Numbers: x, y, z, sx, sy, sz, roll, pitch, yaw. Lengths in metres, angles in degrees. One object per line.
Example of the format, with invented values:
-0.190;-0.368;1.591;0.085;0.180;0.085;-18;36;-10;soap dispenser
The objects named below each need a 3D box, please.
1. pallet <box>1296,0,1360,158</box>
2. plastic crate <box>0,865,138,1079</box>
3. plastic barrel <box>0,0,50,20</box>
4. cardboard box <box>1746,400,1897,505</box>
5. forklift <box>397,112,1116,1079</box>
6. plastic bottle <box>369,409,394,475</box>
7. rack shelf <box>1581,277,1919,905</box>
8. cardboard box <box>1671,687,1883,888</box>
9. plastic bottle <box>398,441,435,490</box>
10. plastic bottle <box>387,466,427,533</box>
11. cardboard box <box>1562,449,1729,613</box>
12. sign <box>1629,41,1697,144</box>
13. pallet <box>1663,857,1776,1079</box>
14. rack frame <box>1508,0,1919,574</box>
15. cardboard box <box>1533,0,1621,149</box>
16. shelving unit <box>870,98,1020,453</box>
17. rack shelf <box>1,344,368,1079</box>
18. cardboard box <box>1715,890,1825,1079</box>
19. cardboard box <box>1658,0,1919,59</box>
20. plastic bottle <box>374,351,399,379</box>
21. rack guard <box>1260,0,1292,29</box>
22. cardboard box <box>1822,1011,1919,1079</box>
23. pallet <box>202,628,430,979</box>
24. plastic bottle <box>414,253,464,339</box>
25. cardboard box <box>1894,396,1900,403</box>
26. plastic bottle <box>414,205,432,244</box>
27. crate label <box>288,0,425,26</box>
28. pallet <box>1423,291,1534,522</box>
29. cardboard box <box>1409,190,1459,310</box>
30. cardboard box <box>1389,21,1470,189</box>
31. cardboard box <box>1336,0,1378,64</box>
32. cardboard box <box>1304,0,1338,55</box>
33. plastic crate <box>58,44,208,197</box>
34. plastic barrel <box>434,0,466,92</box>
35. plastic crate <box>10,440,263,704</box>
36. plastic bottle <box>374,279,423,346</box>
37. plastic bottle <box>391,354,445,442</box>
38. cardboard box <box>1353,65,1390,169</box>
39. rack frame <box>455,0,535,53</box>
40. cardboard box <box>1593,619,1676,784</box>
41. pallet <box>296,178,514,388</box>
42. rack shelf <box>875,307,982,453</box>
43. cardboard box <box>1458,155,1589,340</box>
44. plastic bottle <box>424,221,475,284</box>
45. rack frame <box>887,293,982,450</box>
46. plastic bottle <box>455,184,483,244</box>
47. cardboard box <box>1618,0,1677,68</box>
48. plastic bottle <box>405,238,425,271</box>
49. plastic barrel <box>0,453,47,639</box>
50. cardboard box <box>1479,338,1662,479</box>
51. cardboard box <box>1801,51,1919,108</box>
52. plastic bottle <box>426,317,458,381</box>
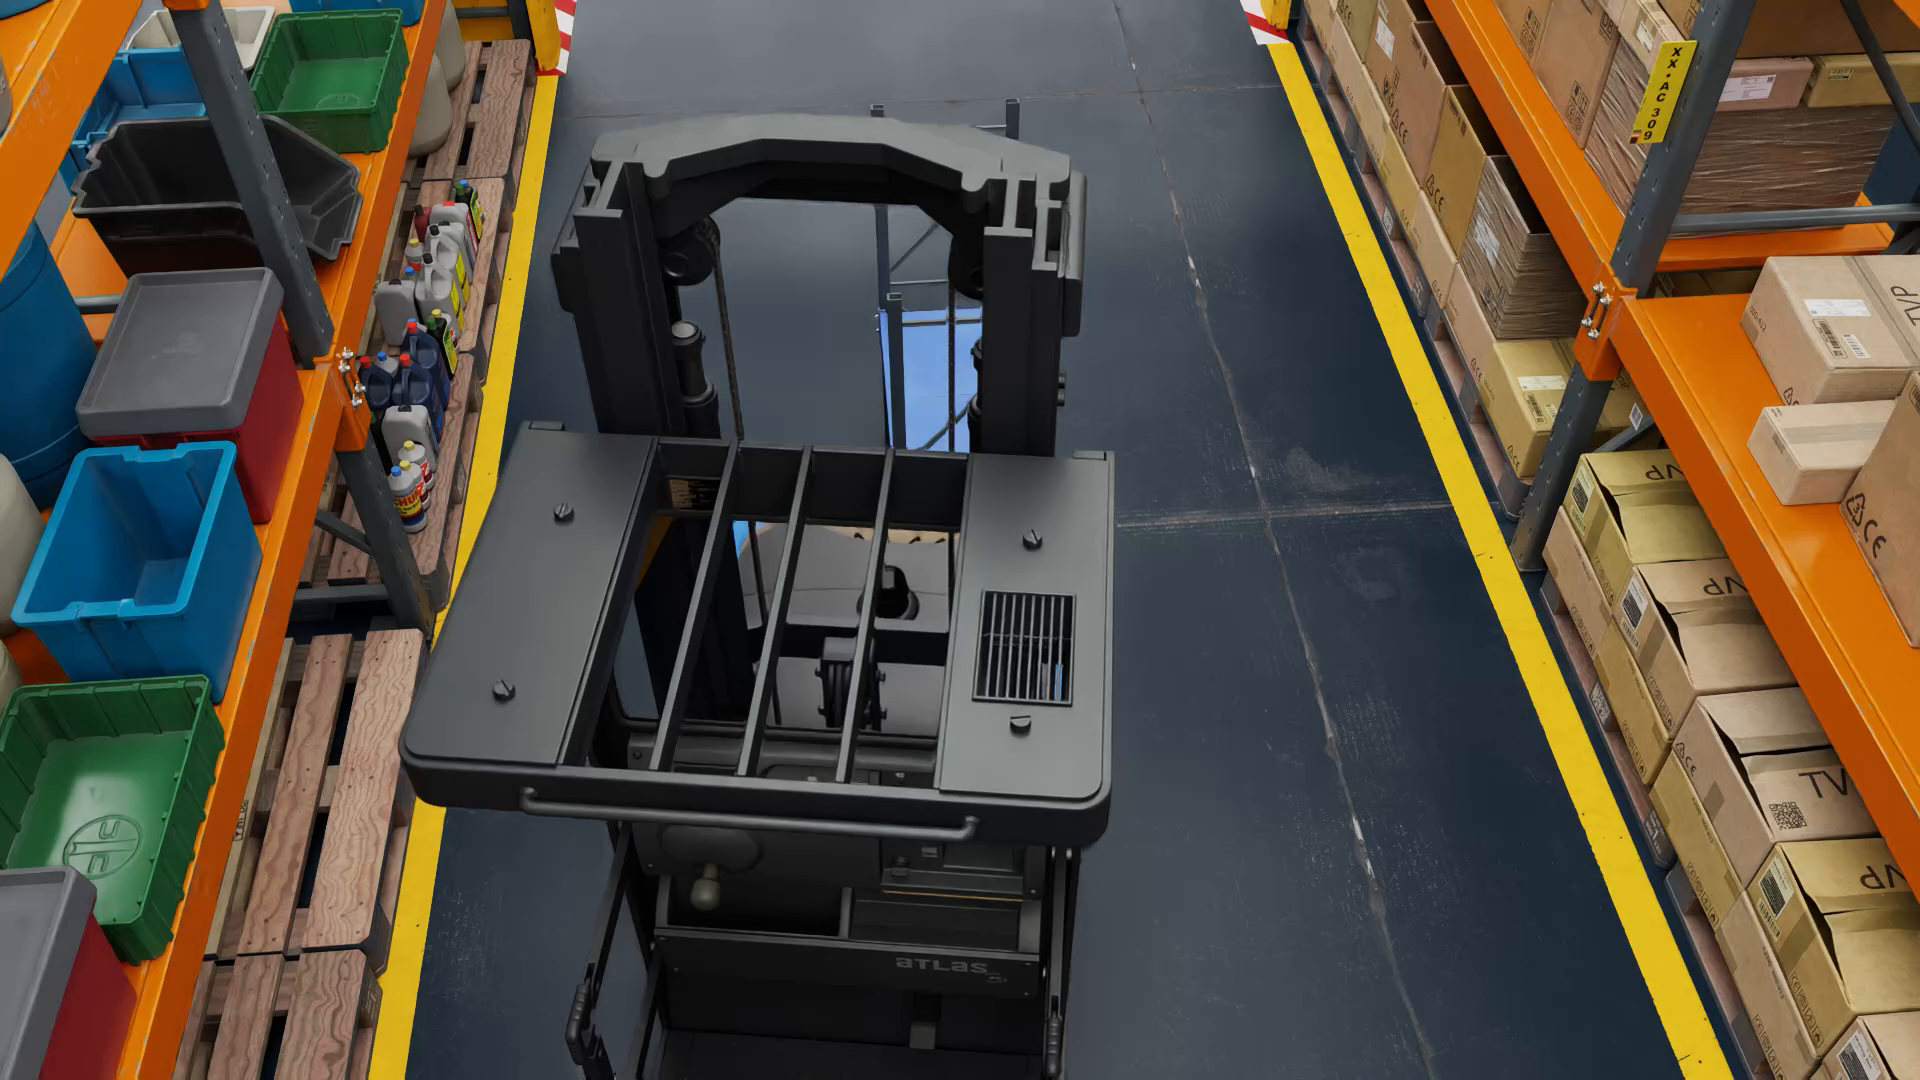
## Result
2.325;-2.367;8.346;1.003;0.211;1.213;-3;47;-3;pallet
-1.878;1.000;3.193;0.402;0.464;0.583;-3;47;-3;plastic crate
-2.124;-1.533;3.225;0.600;0.901;0.708;-3;47;-3;plastic barrel
2.424;-0.243;4.587;0.380;0.149;0.250;-3;47;-3;cardboard box
-0.283;0.739;3.531;1.130;2.935;3.031;3;47;3;forklift
-2.133;-0.384;6.116;0.061;0.283;0.133;-3;47;-3;plastic bottle
2.721;0.712;4.005;1.077;0.370;4.000;-3;47;-3;rack shelf
2.421;0.677;4.761;0.500;0.311;0.500;-5;47;-5;cardboard box
-1.989;-0.278;6.071;0.097;0.201;0.097;0;47;0;plastic bottle
-1.972;-0.154;5.906;0.097;0.271;0.097;0;47;0;plastic bottle
2.340;-0.060;5.459;0.500;0.311;0.500;-3;47;-3;cardboard box
2.001;-1.273;4.739;0.100;0.325;0.005;-3;47;-3;sign
2.760;1.392;4.787;1.003;0.211;1.213;-3;47;-3;pallet
2.554;-0.983;5.115;1.000;3.000;0.127;-3;47;-3;rack frame
2.460;-1.719;5.743;0.700;0.500;0.500;-4;47;-4;cardboard box
-0.007;-0.577;5.764;0.538;1.500;1.048;-3;47;-3;shelving unit
-2.215;1.010;3.723;1.077;0.370;4.000;-3;47;-3;rack shelf
2.470;1.238;4.616;0.500;0.250;0.500;-3;47;-3;cardboard box
2.510;-1.784;4.911;0.700;0.500;0.500;-3;47;-3;cardboard box
-2.169;-0.604;6.332;0.097;0.271;0.097;0;47;0;plastic bottle
2.217;-3.034;8.780;1.175;0.500;0.348;-3;47;-3;rack guard
2.510;1.415;4.062;0.500;0.311;0.500;-4;47;-4;cardboard box
-2.278;0.841;5.309;1.003;0.211;1.213;-3;47;-3;pallet
-2.088;-0.978;6.632;0.144;0.351;0.185;-4;47;-4;plastic bottle
2.810;-0.311;4.572;0.396;0.266;0.258;-5;47;-4;cardboard box
-2.239;-1.302;6.985;0.061;0.283;0.133;-3;47;-3;plastic bottle
-2.294;-2.275;6.314;0.502;0.435;0.616;-3;47;-3;crate label
2.529;-0.602;6.674;1.003;0.211;1.213;-3;47;-3;pallet
2.209;-1.227;6.951;0.500;0.250;0.500;-3;47;-3;cardboard box
2.165;-1.846;7.021;0.500;0.500;0.500;-3;47;-3;cardboard box
2.086;-2.570;7.706;0.500;0.500;0.500;-3;47;-3;cardboard box
2.042;-2.674;8.321;0.500;0.250;0.500;-3;47;-3;cardboard box
-2.746;-1.417;5.629;0.499;0.251;0.616;-3;47;-3;plastic crate
-2.586;-2.396;7.877;0.421;0.512;0.421;0;47;0;plastic barrel
-1.980;0.101;4.100;0.392;0.384;0.575;-3;47;-3;plastic crate
-2.233;-0.925;6.633;0.152;0.276;0.135;-3;47;-3;plastic bottle
-2.037;-0.534;6.211;0.144;0.351;0.185;-2;47;-2;plastic bottle
2.129;-1.951;7.636;0.500;0.250;0.500;-3;47;-3;cardboard box
-2.717;-3.578;7.573;1.000;3.000;0.127;-3;47;-3;rack frame
2.382;0.495;5.319;0.500;0.250;0.500;-2;47;-2;cardboard box
-2.502;-1.099;7.145;1.003;0.211;1.213;-3;47;-3;pallet
-0.007;-0.454;5.895;0.538;0.185;1.000;-3;47;-3;rack shelf
2.267;-1.124;6.337;0.500;0.500;0.500;-3;47;-3;cardboard box
-2.121;-1.206;6.900;0.152;0.276;0.135;-5;47;-4;plastic bottle
0.035;-0.210;5.416;0.500;1.500;0.032;-3;47;-3;rack frame
-2.099;-1.410;7.087;0.061;0.283;0.133;-2;47;-2;plastic bottle
2.299;-1.603;5.186;0.380;0.149;0.250;-4;47;-4;cardboard box
-2.244;-1.160;6.907;0.097;0.201;0.097;0;47;0;plastic bottle
-2.521;-0.025;4.114;0.433;0.535;0.433;0;47;0;plastic barrel
2.297;-0.504;6.266;0.500;0.250;0.500;-3;47;-3;cardboard box
2.724;-1.446;5.038;0.380;0.149;0.250;-4;47;-3;cardboard box
-2.025;-0.769;6.480;0.061;0.283;0.133;-2;47;-2;plastic bottle
